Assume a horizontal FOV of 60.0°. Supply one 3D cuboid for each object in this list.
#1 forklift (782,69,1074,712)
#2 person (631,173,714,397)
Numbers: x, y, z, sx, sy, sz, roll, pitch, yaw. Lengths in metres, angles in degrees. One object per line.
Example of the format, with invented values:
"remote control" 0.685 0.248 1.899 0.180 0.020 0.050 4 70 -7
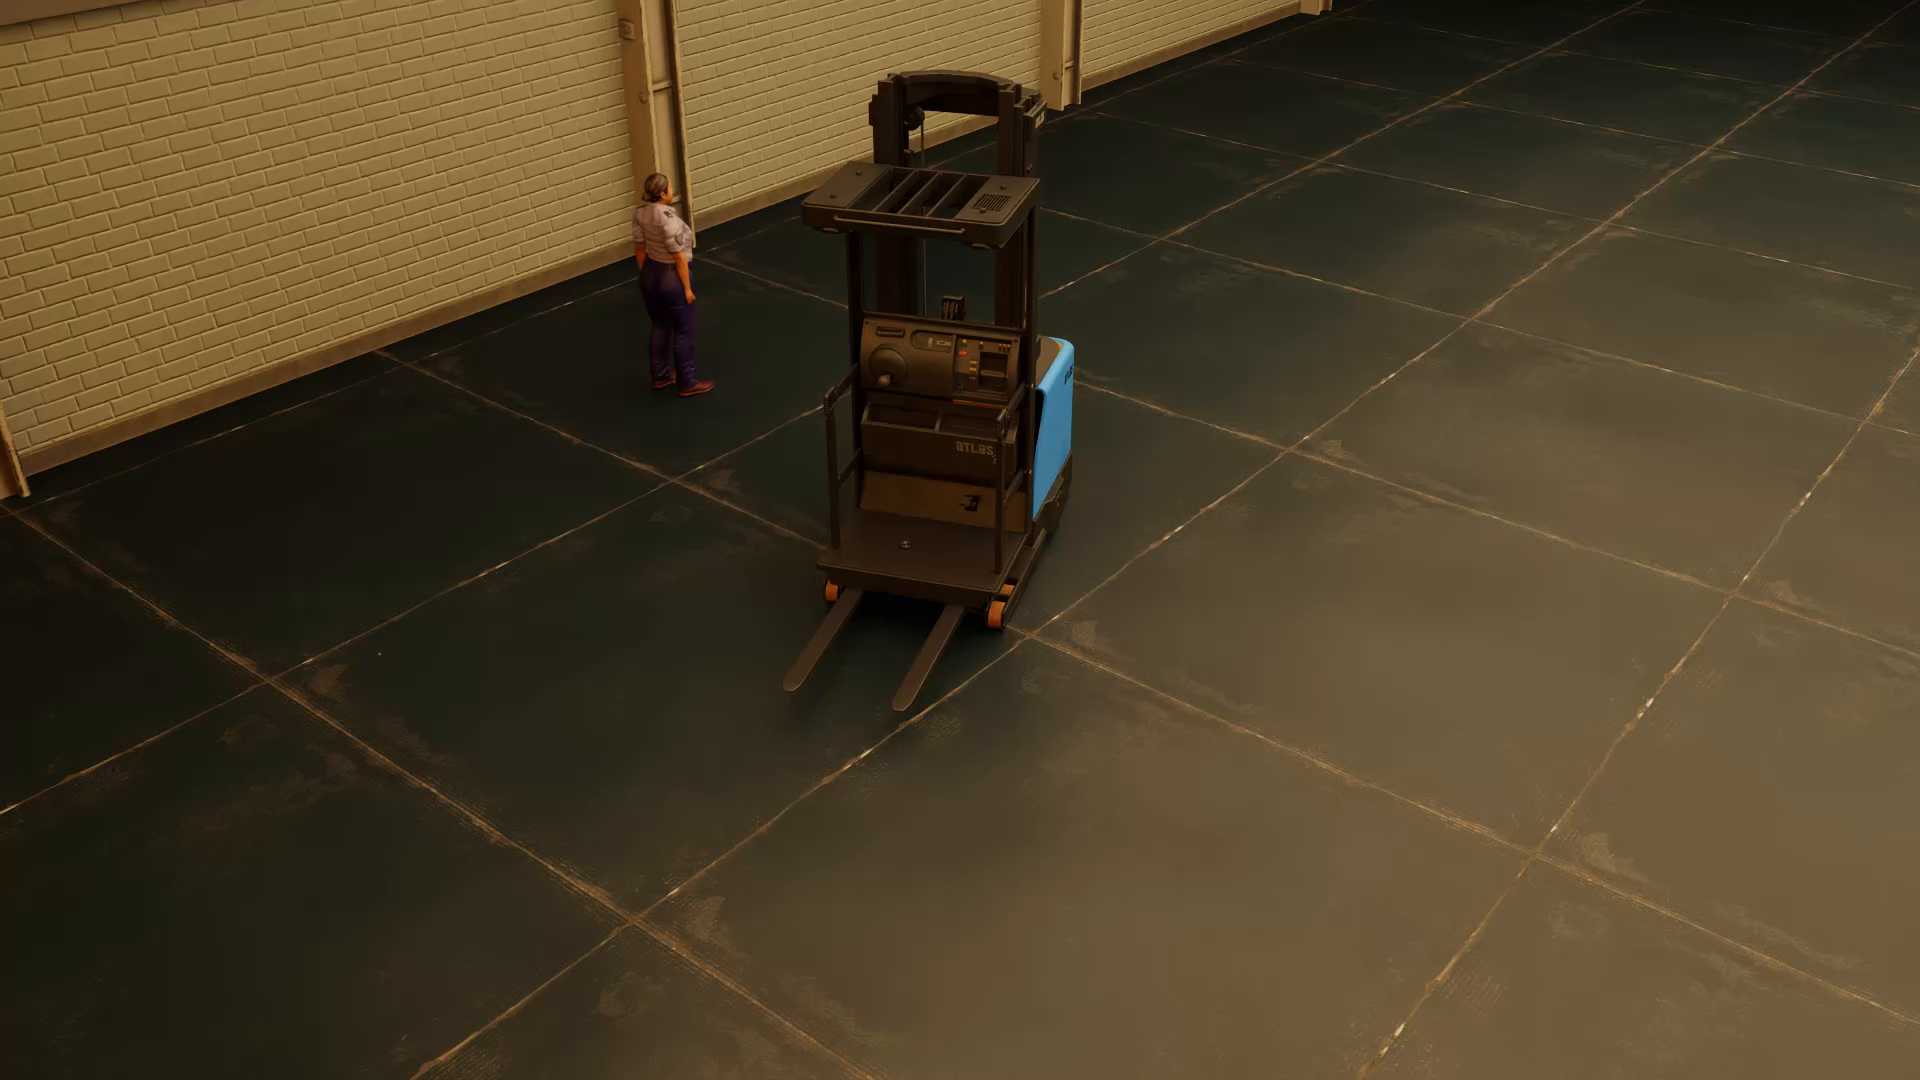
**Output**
"forklift" -0.176 -0.972 9.258 1.130 2.935 3.031 9 31 14
"person" -2.109 -1.856 12.047 0.479 1.653 0.350 21 36 32
